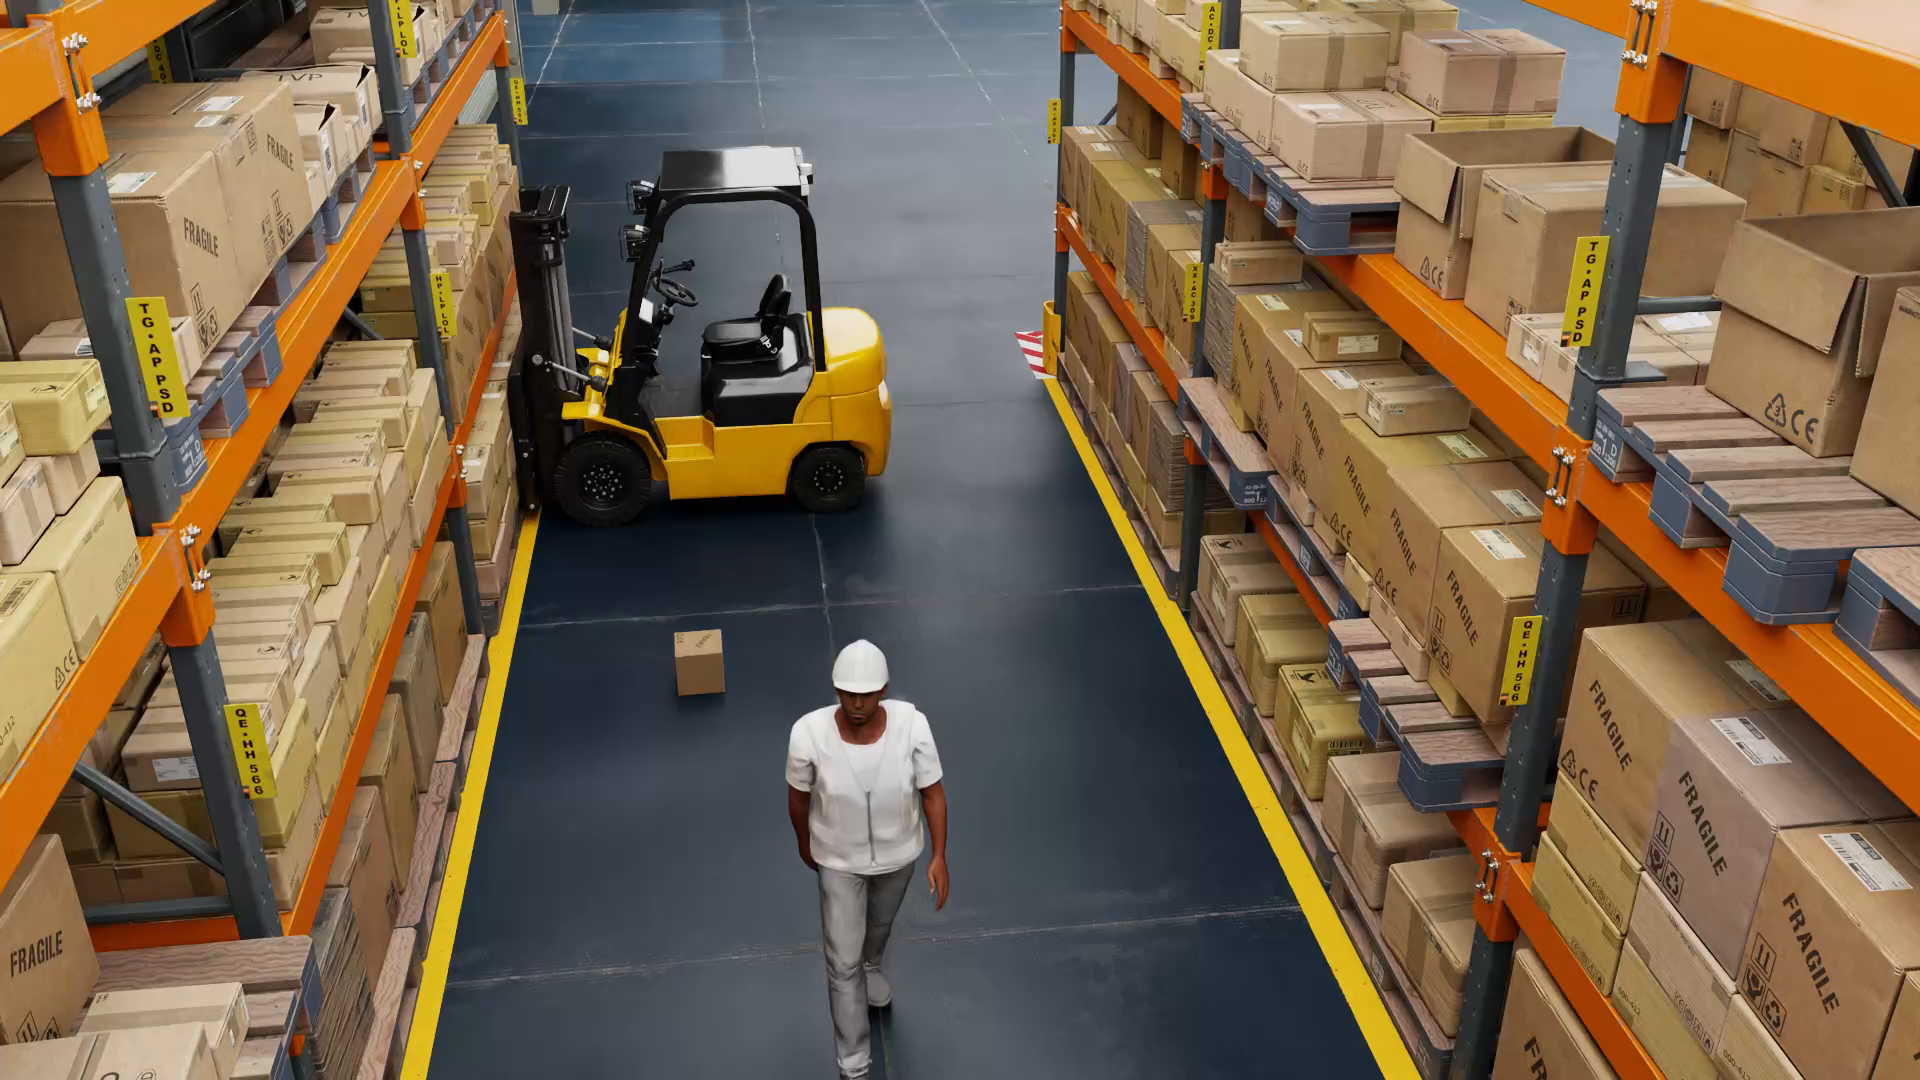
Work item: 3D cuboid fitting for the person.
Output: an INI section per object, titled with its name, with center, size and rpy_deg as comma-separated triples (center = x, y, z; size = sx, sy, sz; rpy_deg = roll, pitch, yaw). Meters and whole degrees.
[person]
center = -0.318, 1.210, 6.185
size = 0.571, 1.736, 0.928
rpy_deg = -6, 28, -12
